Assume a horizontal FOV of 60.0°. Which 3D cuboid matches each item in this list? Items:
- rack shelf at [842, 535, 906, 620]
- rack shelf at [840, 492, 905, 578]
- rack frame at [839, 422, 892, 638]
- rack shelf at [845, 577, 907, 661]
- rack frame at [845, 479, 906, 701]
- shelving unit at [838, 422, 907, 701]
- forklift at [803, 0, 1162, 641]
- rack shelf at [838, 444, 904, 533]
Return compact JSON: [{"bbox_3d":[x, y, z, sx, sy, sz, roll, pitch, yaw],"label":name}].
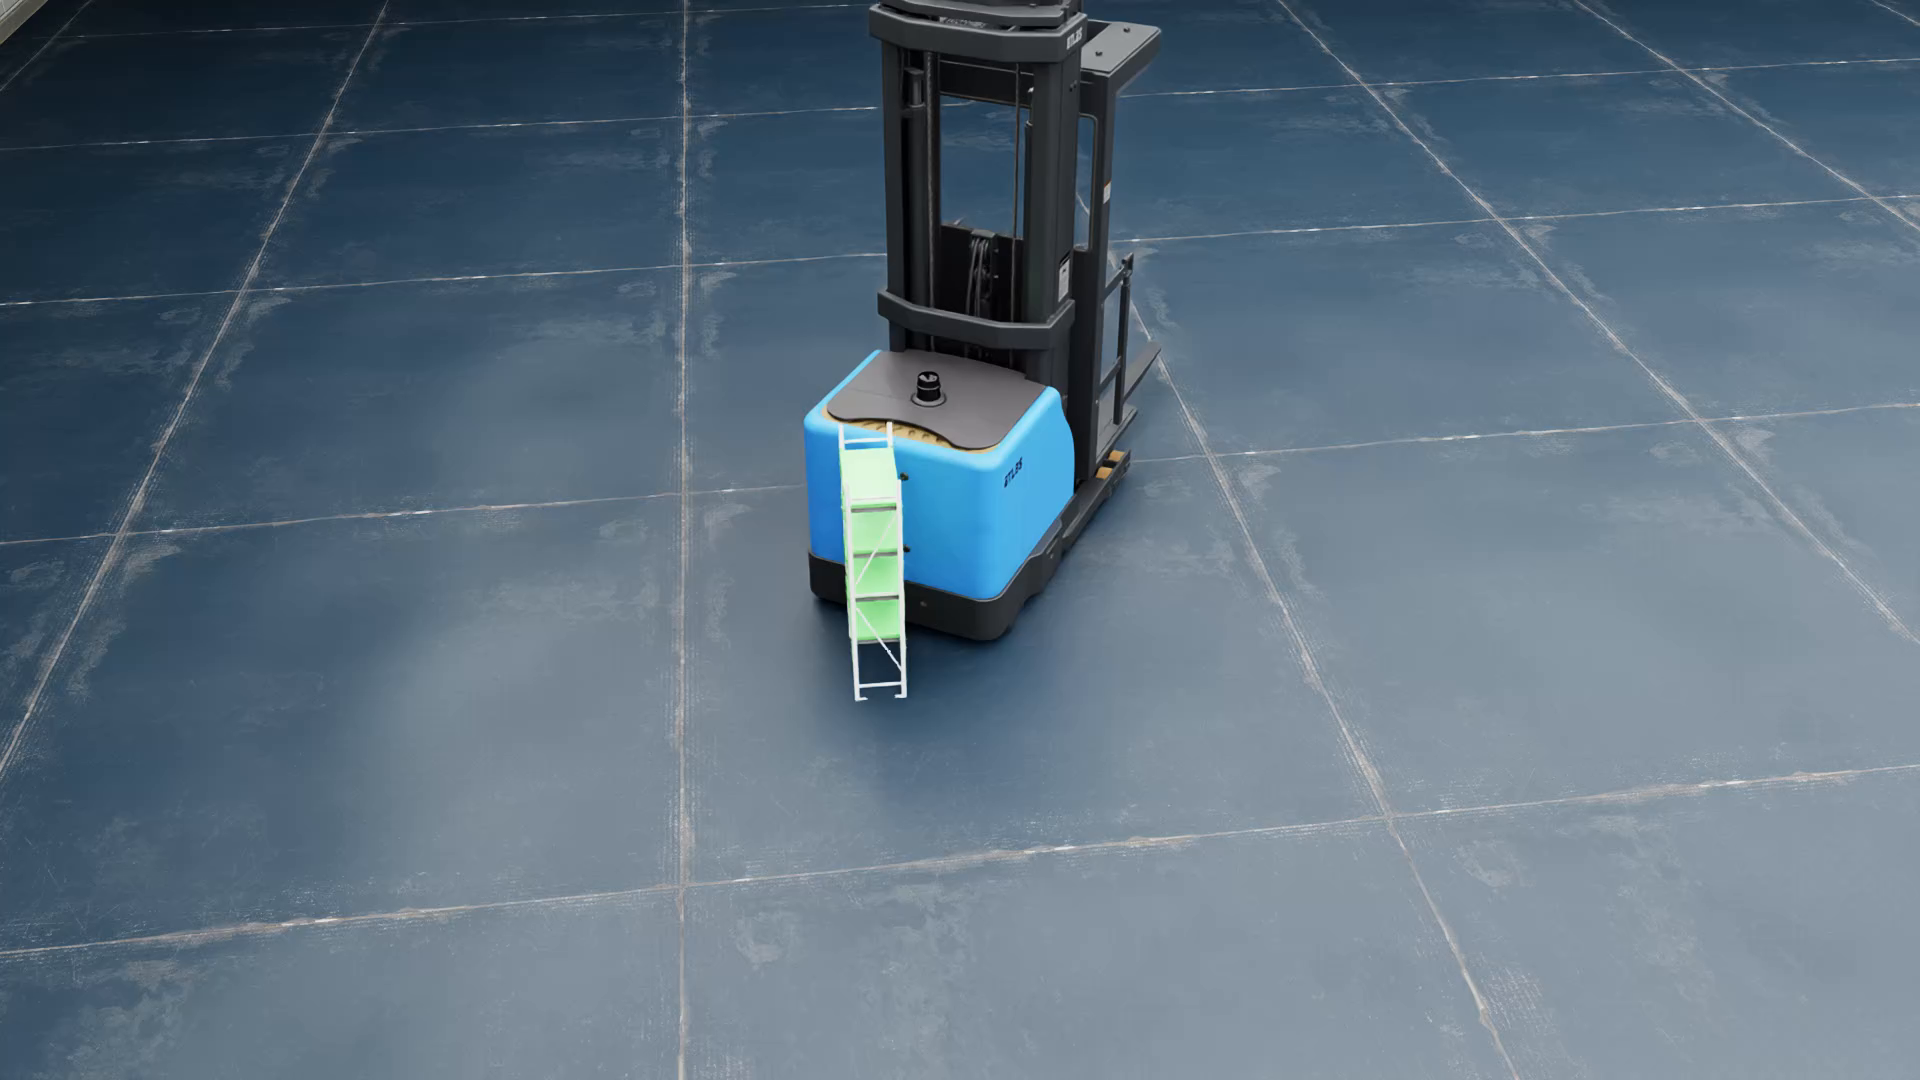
[{"bbox_3d":[-0.399,0.163,7.686,0.258,0.148,0.480,-4,35,-5],"label":"rack shelf"},{"bbox_3d":[-0.400,-0.035,7.551,0.258,0.148,0.480,-4,35,-5],"label":"rack shelf"},{"bbox_3d":[-0.427,-0.027,7.850,0.240,1.200,0.015,-4,35,-5],"label":"rack frame"},{"bbox_3d":[-0.399,0.361,7.822,0.258,0.148,0.480,-4,35,-5],"label":"rack shelf"},{"bbox_3d":[-0.372,0.247,7.450,0.240,1.200,0.015,-4,35,-5],"label":"rack frame"},{"bbox_3d":[-0.400,0.110,7.650,0.258,1.200,0.503,-4,35,-5],"label":"shelving unit"},{"bbox_3d":[0.313,-1.543,8.540,1.130,2.935,3.031,14,37,20],"label":"forklift"},{"bbox_3d":[-0.400,-0.233,7.415,0.258,0.148,0.480,-4,35,-5],"label":"rack shelf"}]
